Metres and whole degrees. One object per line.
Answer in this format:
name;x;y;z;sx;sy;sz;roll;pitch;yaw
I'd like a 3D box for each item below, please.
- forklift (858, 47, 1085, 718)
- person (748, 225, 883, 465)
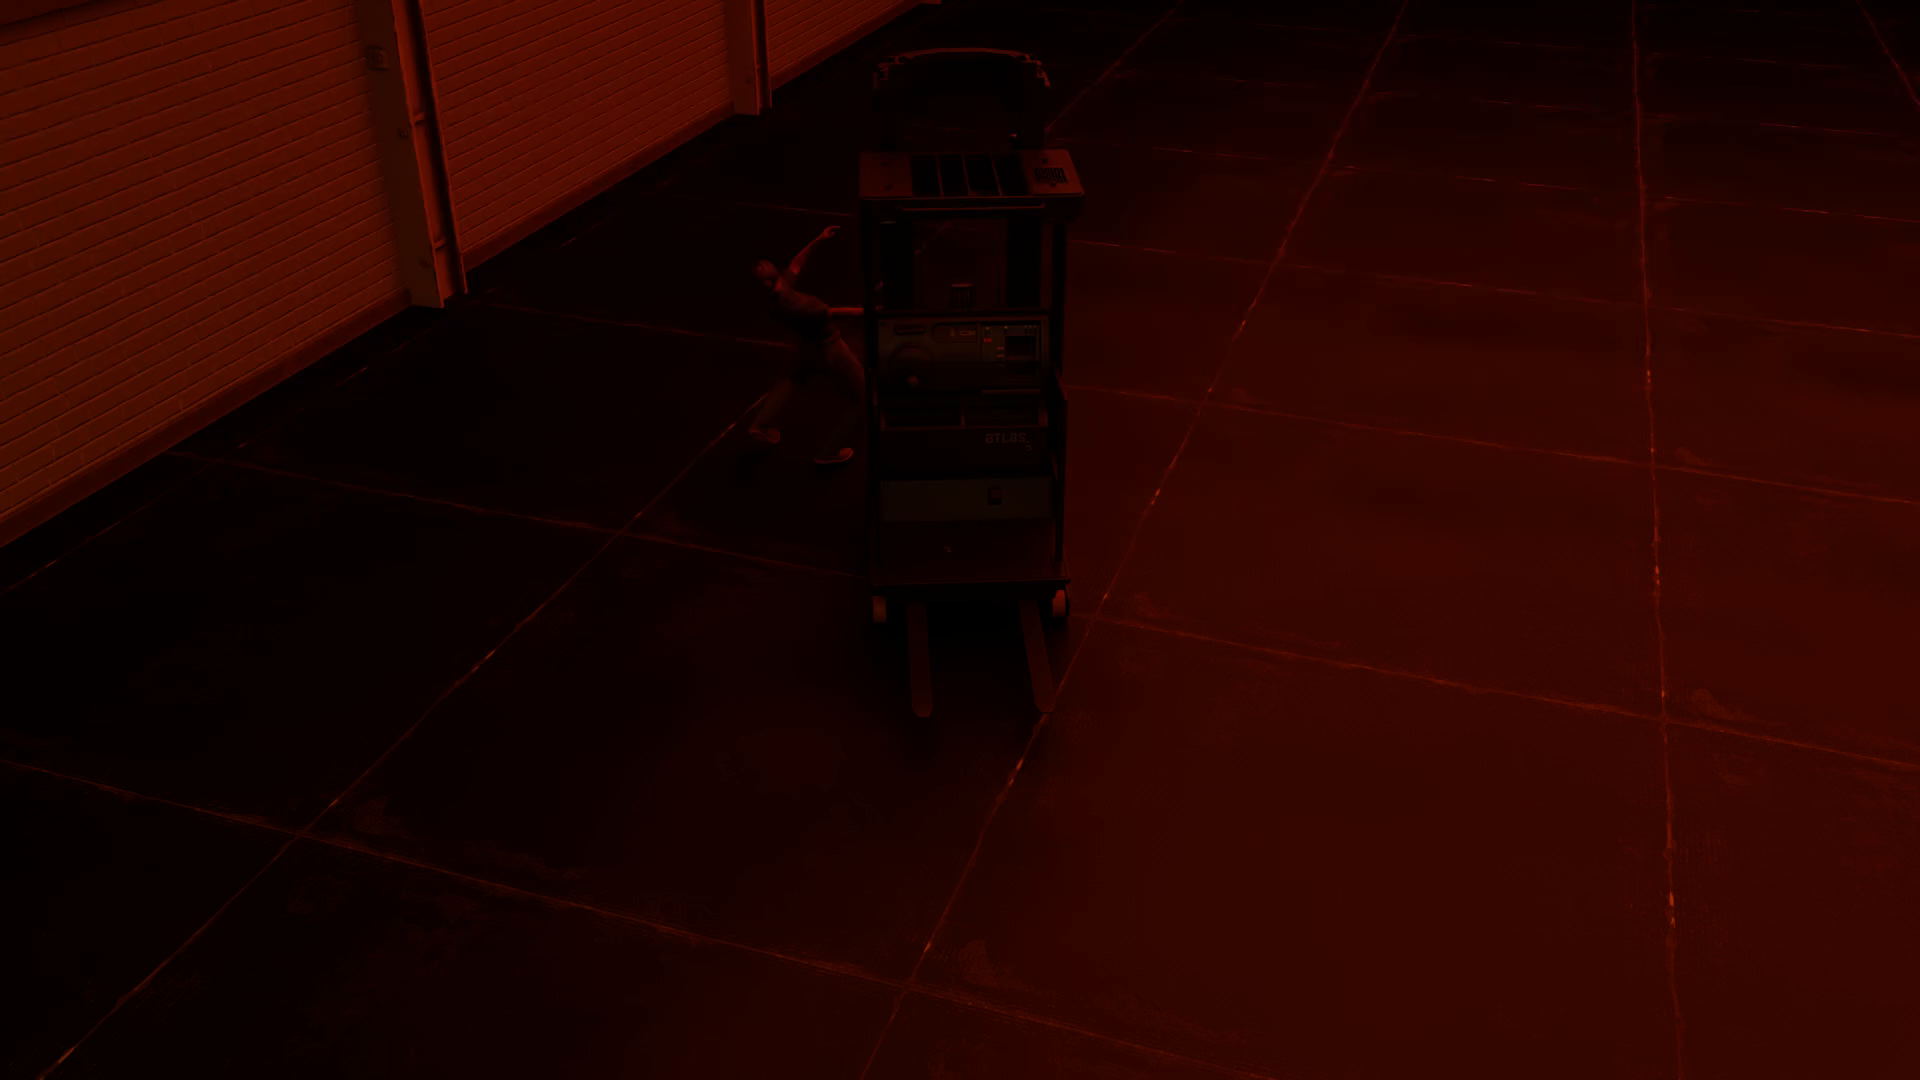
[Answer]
forklift;0.035;-0.972;8.842;1.130;2.935;3.031;-2;30;-3
person;-0.841;-1.177;10.623;1.017;1.490;0.679;22;36;33
